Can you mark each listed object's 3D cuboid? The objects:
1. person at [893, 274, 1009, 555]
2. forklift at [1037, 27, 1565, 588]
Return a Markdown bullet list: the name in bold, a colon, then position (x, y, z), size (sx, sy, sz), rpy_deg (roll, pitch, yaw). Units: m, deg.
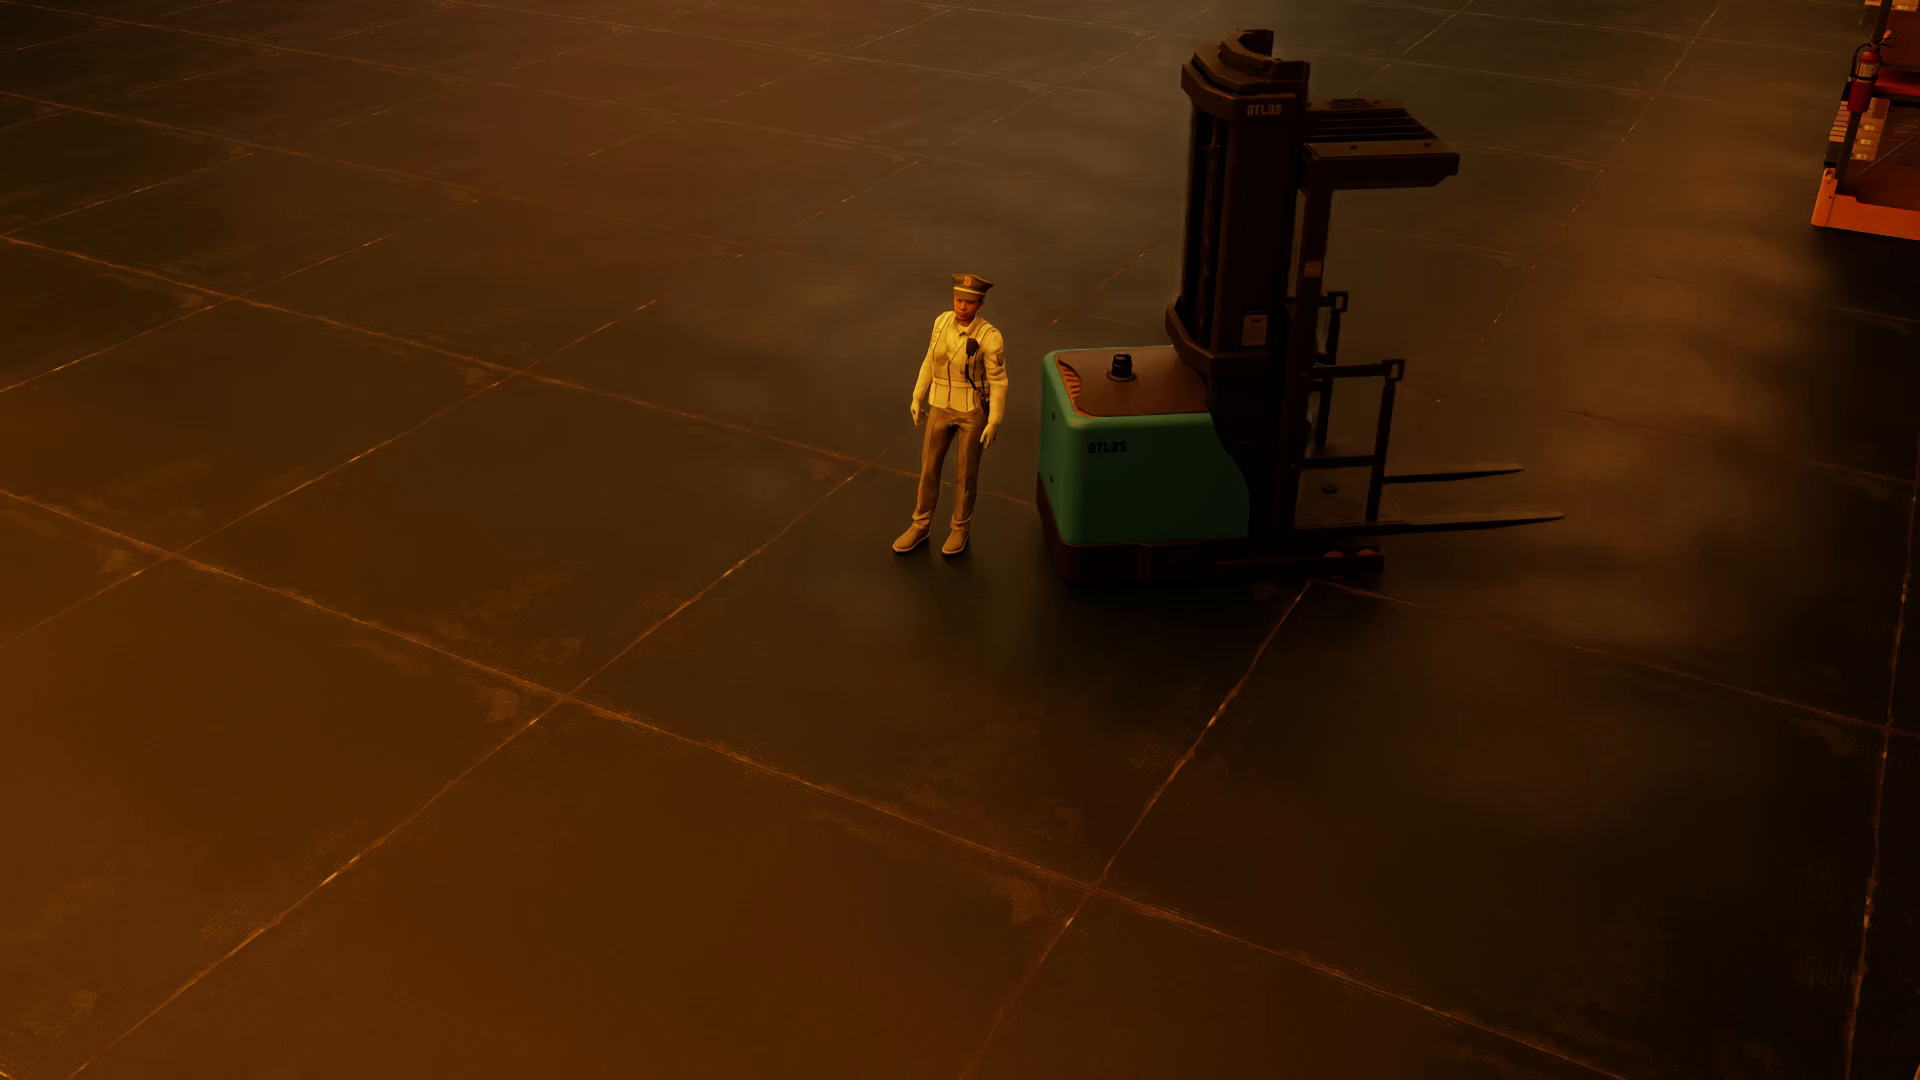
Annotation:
- **person**: position (-0.040, -0.712, 9.526), size (0.586, 1.694, 0.530), rpy_deg (15, 33, 25)
- **forklift**: position (2.025, -1.300, 9.323), size (3.031, 2.935, 1.130), rpy_deg (-3, 30, -5)
